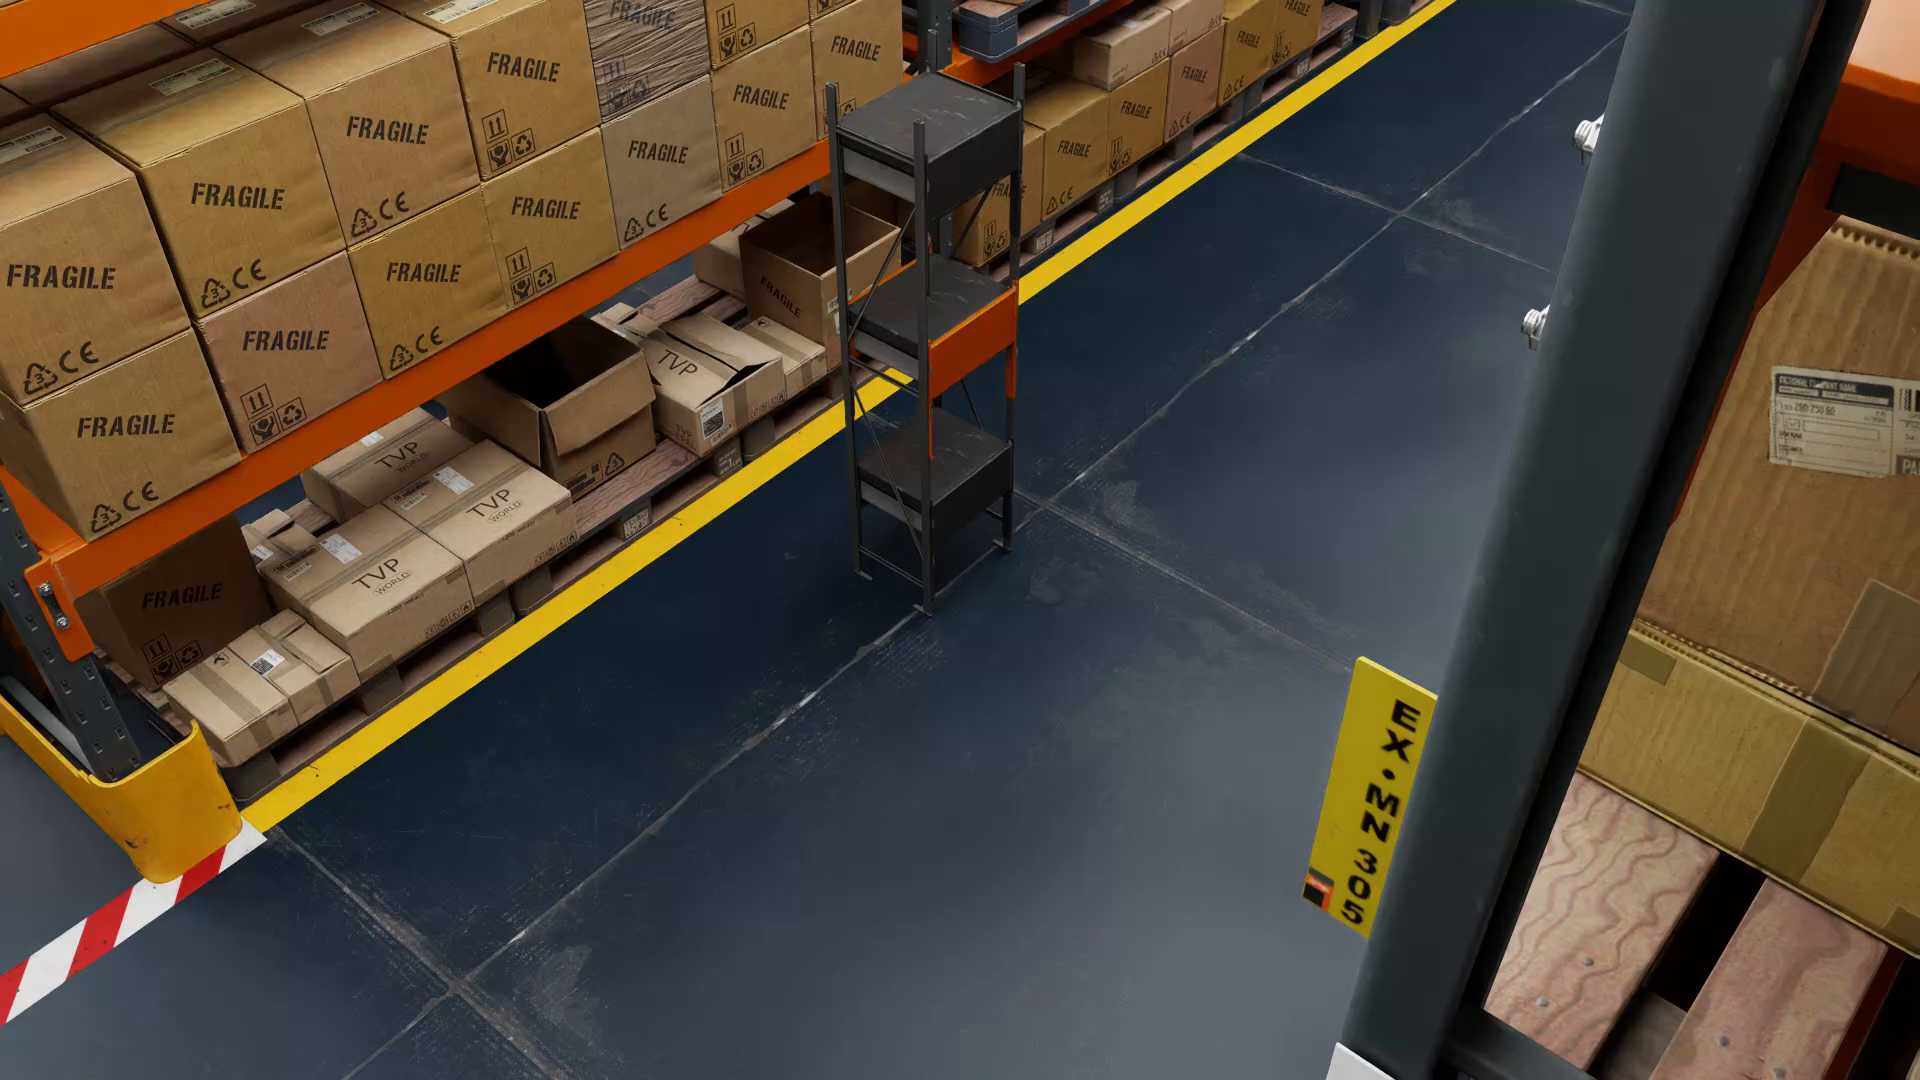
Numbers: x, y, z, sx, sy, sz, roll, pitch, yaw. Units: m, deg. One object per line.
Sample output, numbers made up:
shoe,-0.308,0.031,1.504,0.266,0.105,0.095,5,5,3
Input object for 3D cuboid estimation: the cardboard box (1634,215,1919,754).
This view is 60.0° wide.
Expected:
cardboard box,1.029,-0.133,1.604,0.500,0.500,0.500,29,50,28

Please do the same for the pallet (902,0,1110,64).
pallet,0.145,-2.609,7.533,1.003,0.211,1.213,29,50,28

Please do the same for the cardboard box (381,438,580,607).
cardboard box,-1.816,-0.074,6.319,0.500,0.250,0.500,29,50,28

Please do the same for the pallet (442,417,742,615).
pallet,-1.680,-0.300,6.923,1.003,0.211,1.213,29,50,28

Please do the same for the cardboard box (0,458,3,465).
cardboard box,-2.947,-0.642,5.152,0.500,0.500,0.500,31,51,30

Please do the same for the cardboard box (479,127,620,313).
cardboard box,-1.563,-1.190,5.754,0.500,0.500,0.500,30,50,29

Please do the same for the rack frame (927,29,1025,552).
rack frame,0.050,-0.817,6.088,0.400,2.100,0.015,29,50,28

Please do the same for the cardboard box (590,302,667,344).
cardboard box,-1.437,-0.859,7.244,0.380,0.166,0.250,29,50,28

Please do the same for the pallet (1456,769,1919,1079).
pallet,1.237,0.423,1.892,1.003,0.211,1.213,29,50,28

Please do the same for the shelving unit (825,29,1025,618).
shelving unit,-0.107,-0.692,5.950,0.431,2.100,0.503,29,50,28

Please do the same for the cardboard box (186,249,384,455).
cardboard box,-2.211,-0.676,5.189,0.500,0.500,0.500,29,50,28

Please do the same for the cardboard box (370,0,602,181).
cardboard box,-1.557,-1.568,5.427,0.500,0.500,0.500,29,50,28

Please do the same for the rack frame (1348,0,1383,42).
rack frame,2.122,-4.376,9.333,1.000,3.000,0.127,29,50,28

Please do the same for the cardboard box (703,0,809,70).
cardboard box,-0.907,-2.086,5.997,0.500,0.500,0.500,29,49,28

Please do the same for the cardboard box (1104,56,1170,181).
cardboard box,0.707,-2.231,8.505,0.500,0.500,0.500,30,50,29

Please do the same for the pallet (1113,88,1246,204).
pallet,0.827,-2.351,9.178,1.003,0.211,1.213,29,50,28

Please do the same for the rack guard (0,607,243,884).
rack guard,-2.978,0.629,5.686,1.175,0.500,0.348,29,50,28

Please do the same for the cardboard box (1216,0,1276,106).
cardboard box,1.366,-2.764,9.091,0.500,0.500,0.500,28,49,27

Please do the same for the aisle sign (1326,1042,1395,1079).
aisle sign,0.491,0.832,1.673,0.394,0.787,0.004,29,50,28

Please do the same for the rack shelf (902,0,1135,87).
rack shelf,0.835,-3.080,8.442,1.077,0.370,4.000,29,50,28

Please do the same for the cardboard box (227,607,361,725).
cardboard box,-2.333,0.433,5.823,0.380,0.166,0.250,29,50,28

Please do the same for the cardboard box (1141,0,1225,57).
cardboard box,1.011,-2.749,8.517,0.500,0.250,0.500,29,49,28

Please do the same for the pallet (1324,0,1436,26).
pallet,2.681,-3.751,10.719,1.003,0.211,1.213,29,50,28

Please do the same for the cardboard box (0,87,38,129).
cardboard box,-2.951,-1.012,4.815,0.500,0.500,0.500,29,50,28

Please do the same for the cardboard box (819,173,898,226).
cardboard box,-0.354,-1.932,8.177,0.500,0.500,0.500,29,50,28

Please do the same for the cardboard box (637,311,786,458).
cardboard box,-1.085,-0.682,6.942,0.500,0.311,0.500,29,50,28

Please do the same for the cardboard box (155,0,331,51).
cardboard box,-2.296,-1.541,5.398,0.500,0.500,0.500,31,51,29

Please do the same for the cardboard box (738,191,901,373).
cardboard box,-0.602,-1.138,7.303,0.500,0.500,0.500,29,50,28

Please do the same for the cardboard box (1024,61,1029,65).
cardboard box,0.293,-2.441,8.736,0.500,0.500,0.500,30,50,29

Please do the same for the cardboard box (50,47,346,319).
cardboard box,-2.209,-1.050,4.858,0.500,0.500,0.500,30,50,29

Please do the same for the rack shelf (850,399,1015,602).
rack shelf,-0.107,-0.164,6.430,0.431,0.518,0.480,29,50,28

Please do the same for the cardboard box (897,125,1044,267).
cardboard box,0.045,-1.698,7.919,0.500,0.500,0.500,27,49,27

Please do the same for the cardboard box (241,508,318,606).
cardboard box,-2.536,0.073,6.219,0.380,0.166,0.250,29,50,28

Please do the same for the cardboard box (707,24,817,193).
cardboard box,-0.909,-1.719,6.336,0.500,0.500,0.500,31,51,29

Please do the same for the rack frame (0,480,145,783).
rack frame,-3.027,-0.257,4.803,1.000,3.000,0.127,29,50,28
